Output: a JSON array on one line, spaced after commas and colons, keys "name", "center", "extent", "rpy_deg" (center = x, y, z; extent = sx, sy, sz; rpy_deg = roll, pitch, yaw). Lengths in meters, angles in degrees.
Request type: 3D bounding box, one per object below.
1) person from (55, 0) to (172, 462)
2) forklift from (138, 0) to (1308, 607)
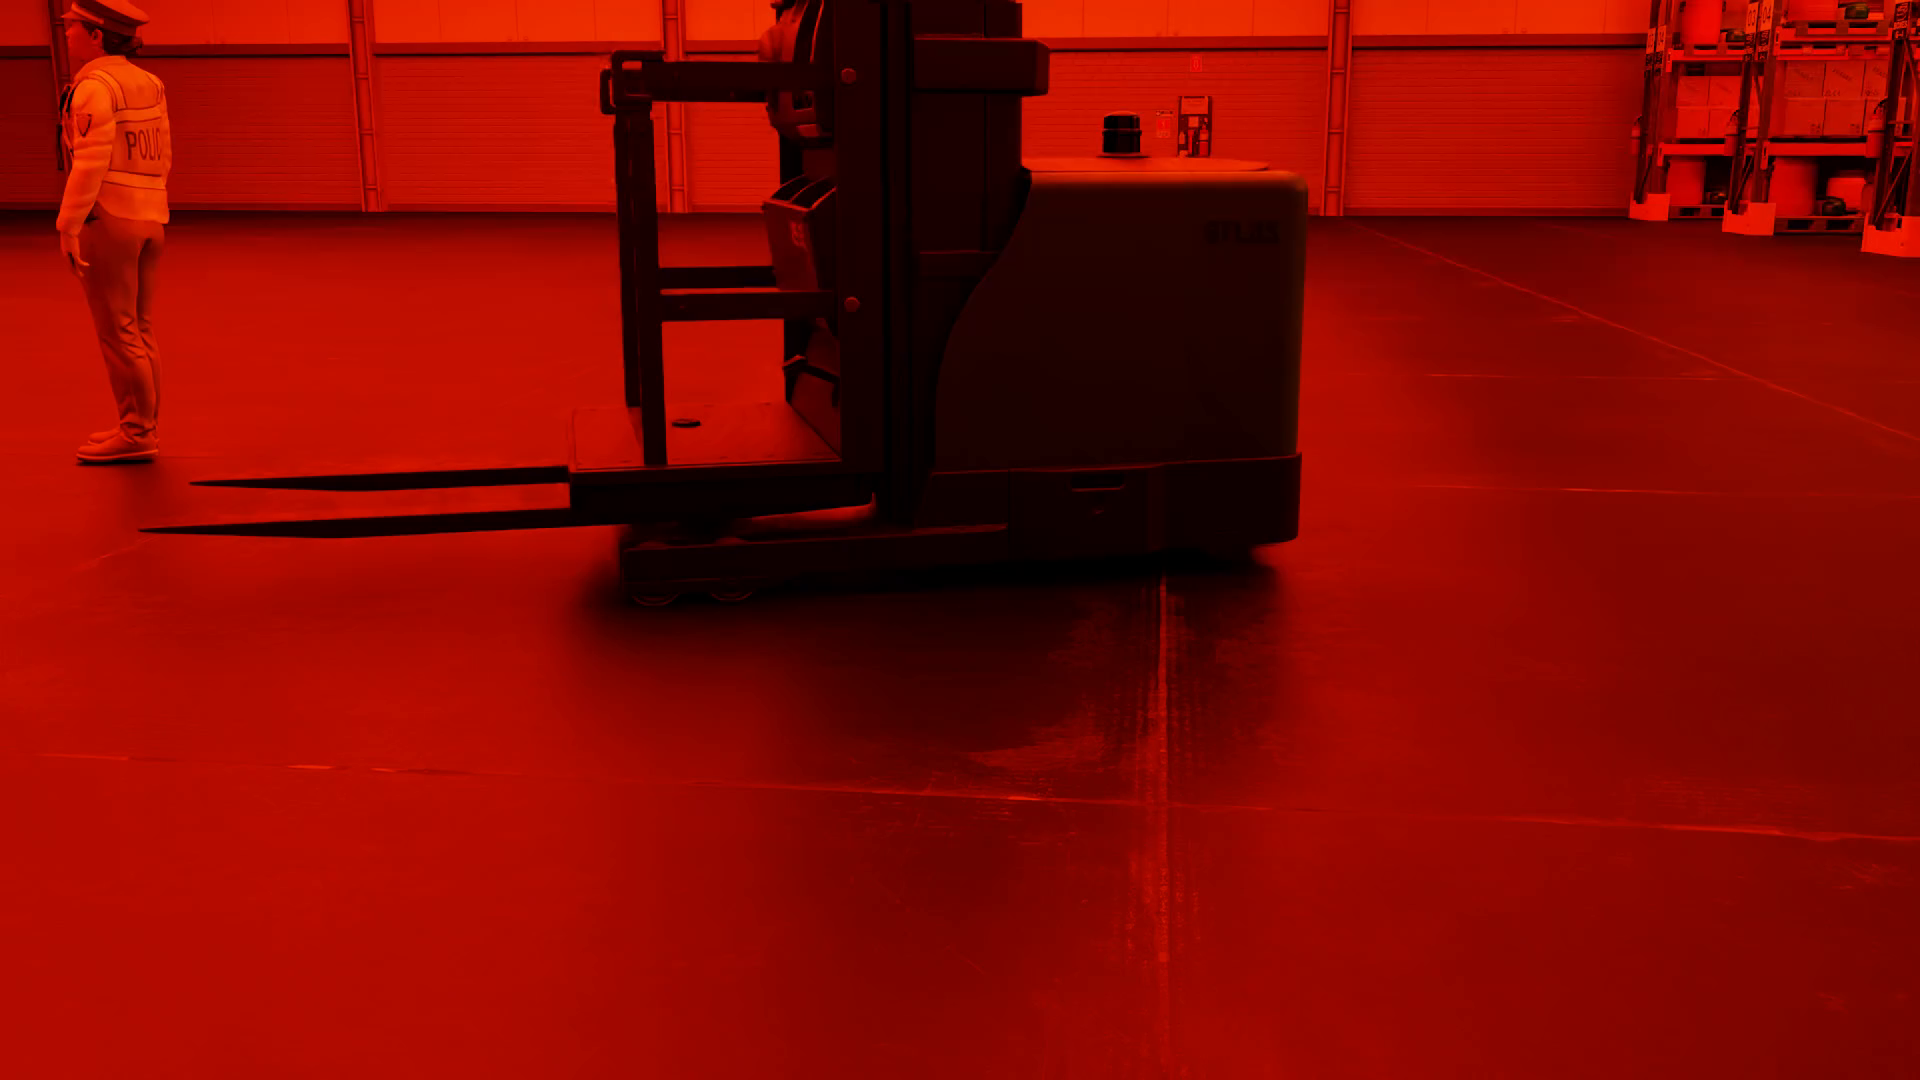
[{"name": "person", "center": [-3.119, -1.128, 6.029], "extent": [0.530, 1.695, 0.581], "rpy_deg": [0, 13, 2]}, {"name": "forklift", "center": [-0.623, -1.390, 4.453], "extent": [3.031, 2.935, 1.130], "rpy_deg": [-3, 14, -13]}]
